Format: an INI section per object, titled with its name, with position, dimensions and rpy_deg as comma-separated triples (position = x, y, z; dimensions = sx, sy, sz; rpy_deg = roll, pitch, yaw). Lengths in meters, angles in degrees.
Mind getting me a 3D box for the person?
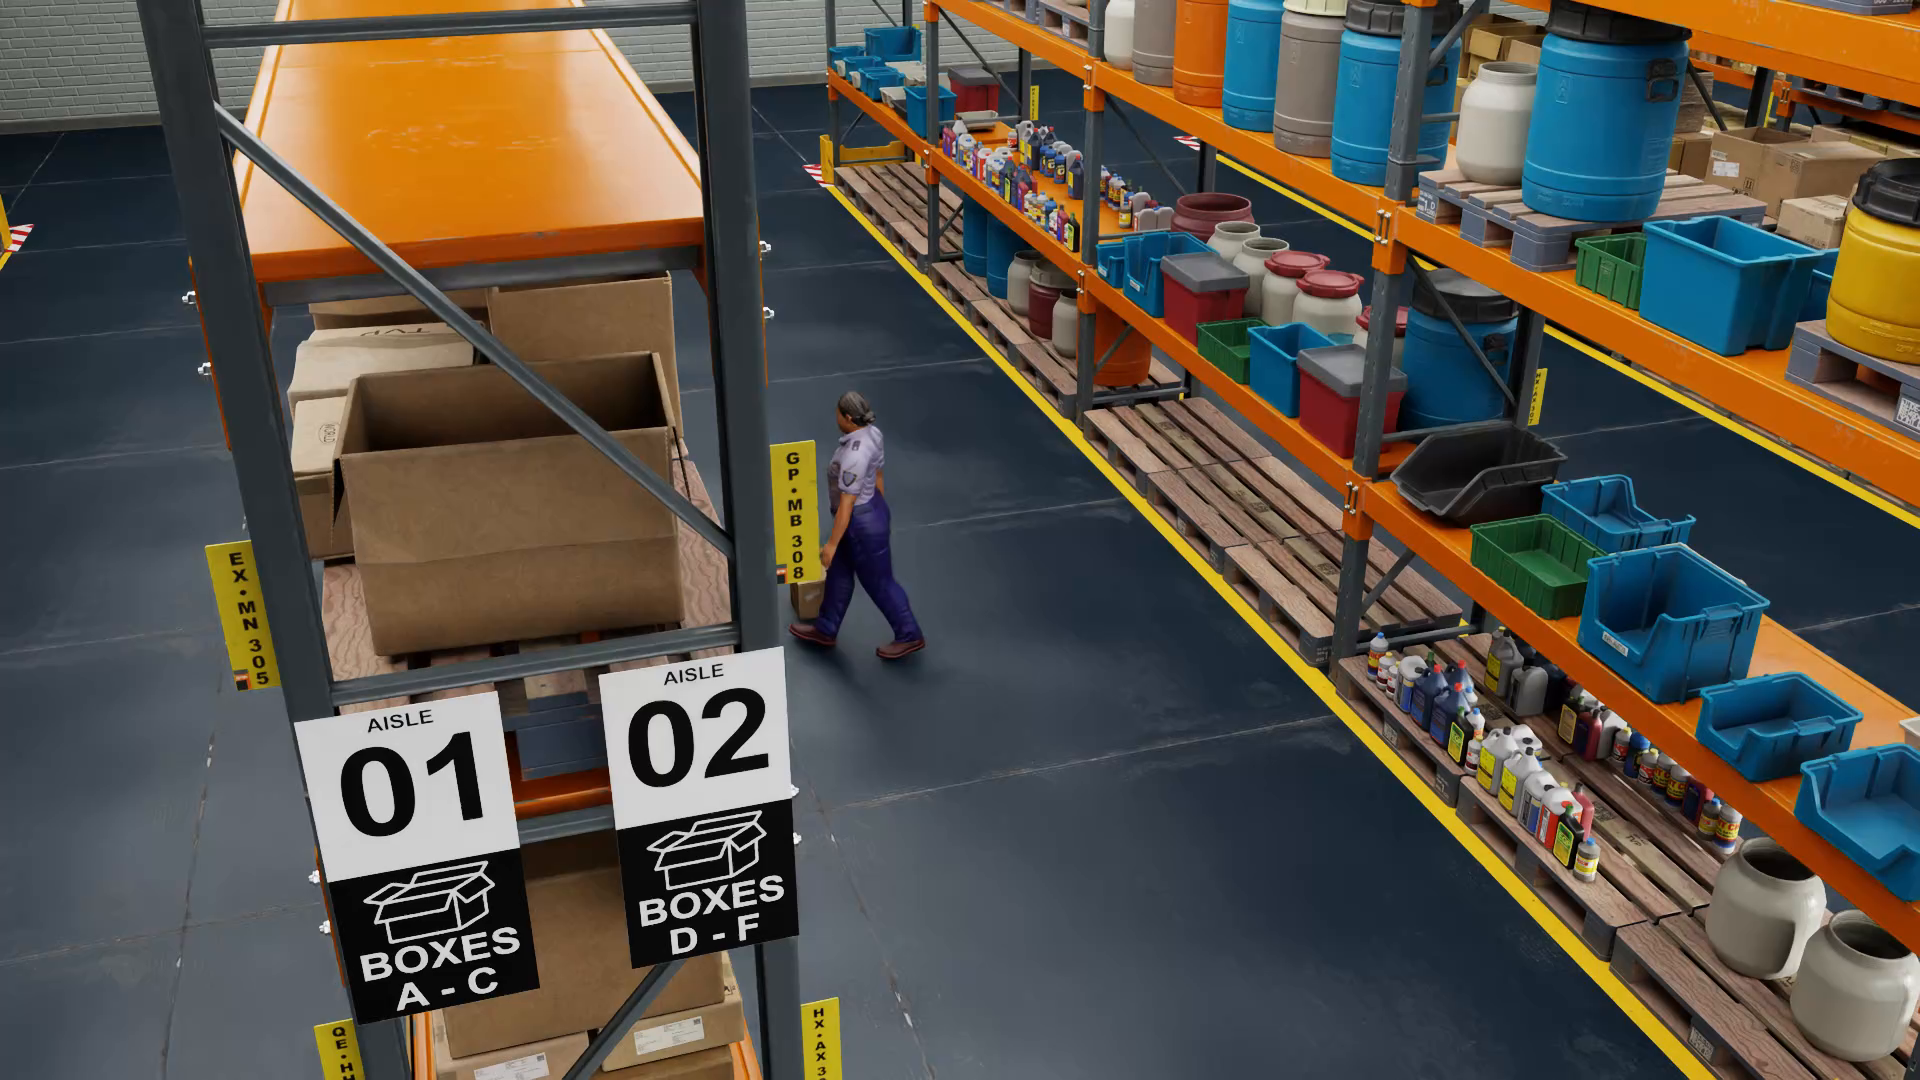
[person]
position = -0.616, -0.071, 9.504
dimensions = 0.828, 1.623, 0.553
rpy_deg = 1, 27, 3
